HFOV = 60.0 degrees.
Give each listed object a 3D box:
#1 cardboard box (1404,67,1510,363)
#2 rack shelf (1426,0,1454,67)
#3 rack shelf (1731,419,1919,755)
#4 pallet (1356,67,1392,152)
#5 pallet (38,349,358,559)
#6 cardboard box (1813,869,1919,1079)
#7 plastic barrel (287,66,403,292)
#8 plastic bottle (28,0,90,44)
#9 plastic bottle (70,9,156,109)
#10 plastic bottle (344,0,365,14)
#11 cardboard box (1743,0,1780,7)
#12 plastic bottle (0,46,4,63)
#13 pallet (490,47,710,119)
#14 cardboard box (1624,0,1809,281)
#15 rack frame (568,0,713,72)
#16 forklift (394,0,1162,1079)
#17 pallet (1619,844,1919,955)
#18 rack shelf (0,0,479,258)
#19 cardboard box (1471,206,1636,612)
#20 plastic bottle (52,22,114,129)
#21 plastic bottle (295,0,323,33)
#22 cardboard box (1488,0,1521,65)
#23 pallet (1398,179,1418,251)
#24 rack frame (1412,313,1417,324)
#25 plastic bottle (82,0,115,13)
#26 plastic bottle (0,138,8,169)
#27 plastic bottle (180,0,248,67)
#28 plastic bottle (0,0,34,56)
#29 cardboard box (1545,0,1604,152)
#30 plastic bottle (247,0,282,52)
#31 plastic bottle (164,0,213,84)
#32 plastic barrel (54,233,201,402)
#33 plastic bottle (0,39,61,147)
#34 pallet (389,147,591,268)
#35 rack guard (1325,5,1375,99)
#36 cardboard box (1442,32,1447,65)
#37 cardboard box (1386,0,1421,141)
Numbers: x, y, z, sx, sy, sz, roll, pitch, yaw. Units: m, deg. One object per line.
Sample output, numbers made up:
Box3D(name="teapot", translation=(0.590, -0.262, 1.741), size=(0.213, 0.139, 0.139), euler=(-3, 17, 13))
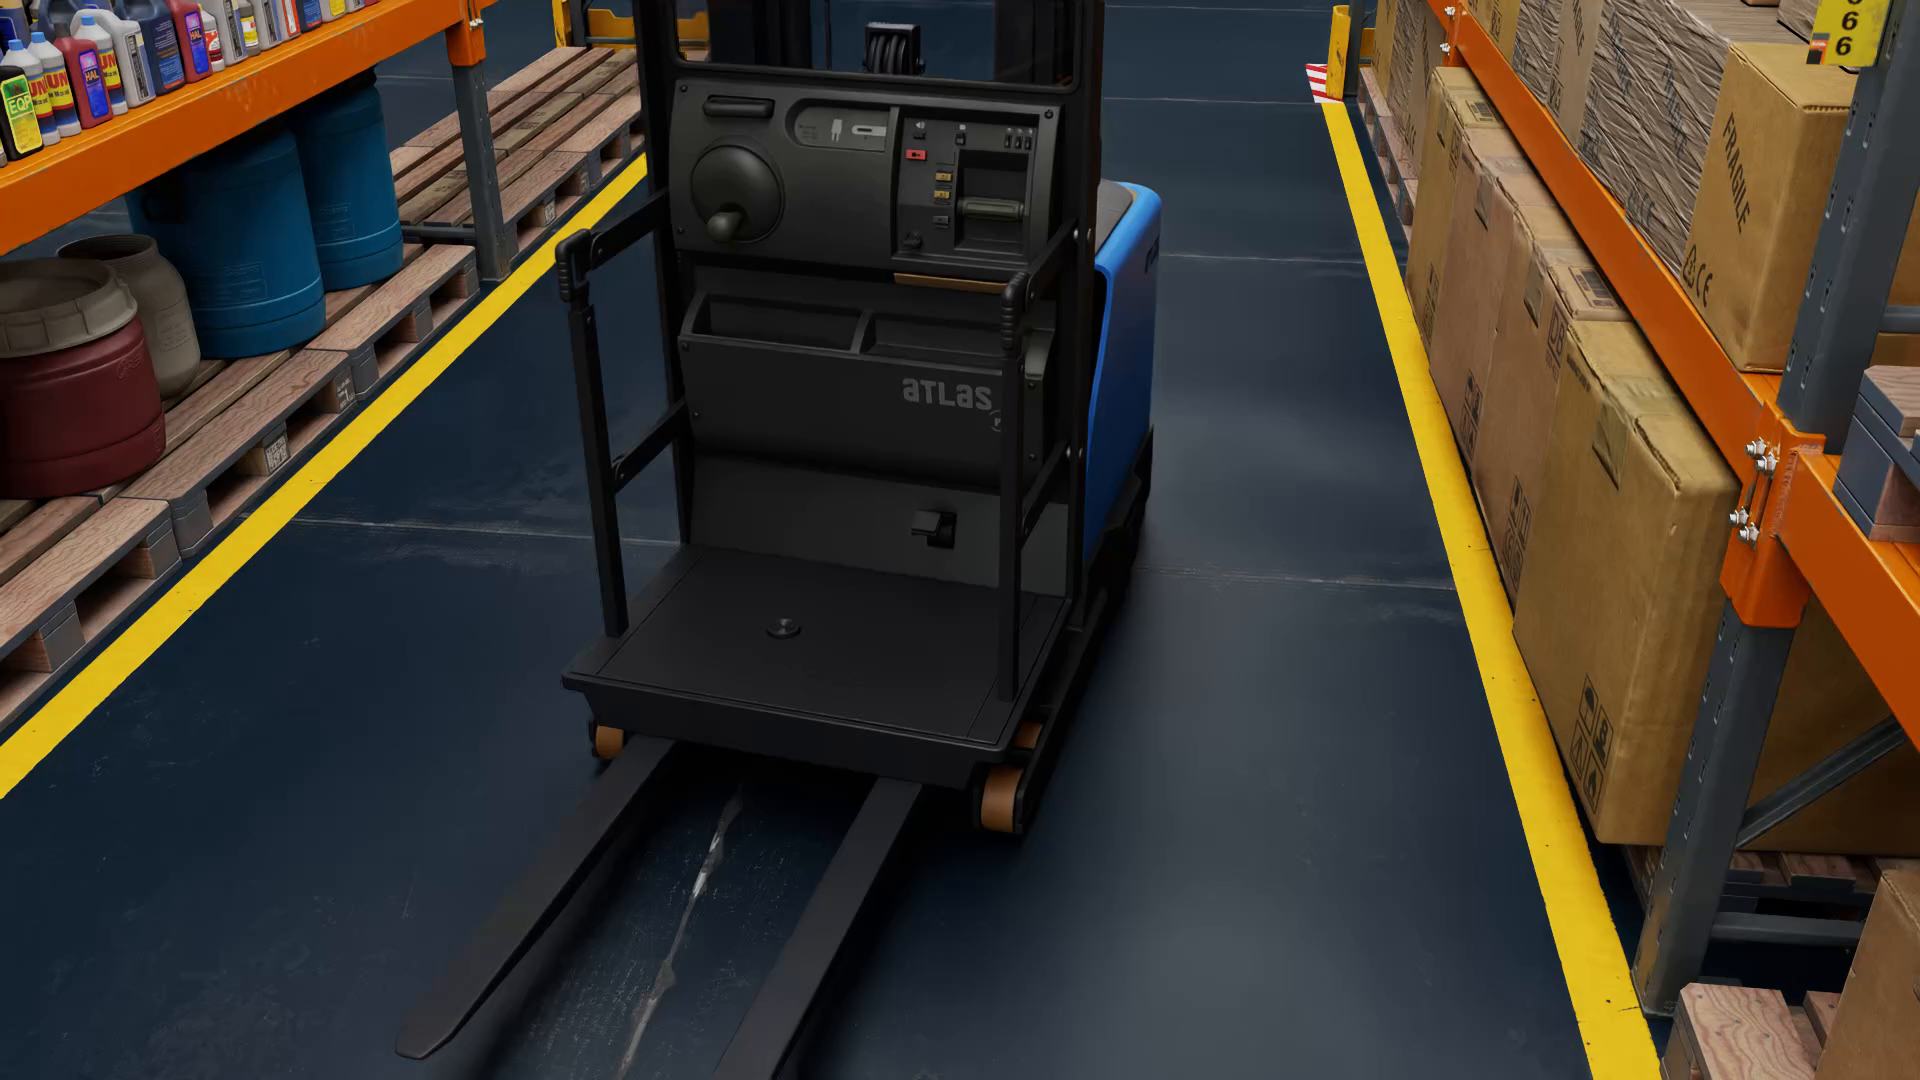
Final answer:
Box3D(name="cardboard box", translation=(2.342, -1.167, 6.050), size=(1.225, 0.875, 0.875), euler=(3, 29, 6))
Box3D(name="rack shelf", translation=(2.646, -2.844, 8.125), size=(1.077, 0.370, 4.000), euler=(3, 28, 6))
Box3D(name="rack shelf", translation=(1.665, 0.922, 1.135), size=(1.077, 0.370, 4.000), euler=(3, 28, 6))
Box3D(name="pallet", translation=(2.870, -2.494, 9.656), size=(1.003, 0.211, 1.213), euler=(3, 28, 6))
Box3D(name="pallet", translation=(-2.798, -0.343, 5.664), size=(1.003, 0.211, 1.213), euler=(3, 28, 6))
Box3D(name="cardboard box", translation=(1.848, 0.887, 2.613), size=(0.700, 0.500, 0.500), euler=(2, 28, 4))
Box3D(name="plastic barrel", translation=(-2.599, -1.513, 6.666), size=(0.600, 0.901, 0.708), euler=(3, 28, 6))
Box3D(name="plastic bottle", translation=(-2.605, -1.461, 4.851), size=(0.144, 0.351, 0.185), euler=(3, 28, 6))
Box3D(name="plastic bottle", translation=(-2.461, -1.408, 4.831), size=(0.152, 0.276, 0.135), euler=(3, 28, 6))
Box3D(name="plastic bottle", translation=(-2.287, -2.076, 6.072), size=(0.152, 0.276, 0.135), euler=(3, 28, 6))
Box3D(name="cardboard box", translation=(2.099, -1.472, 3.657), size=(0.797, 0.503, 0.637), euler=(4, 29, 7))
Box3D(name="plastic bottle", translation=(-3.014, -1.557, 5.113), size=(0.097, 0.271, 0.097), euler=(0, 28, 0))
Box3D(name="pallet", translation=(-2.164, -2.777, 10.181), size=(1.003, 0.211, 1.213), euler=(3, 28, 6))
Box3D(name="cardboard box", translation=(1.792, -0.862, 3.581), size=(0.500, 0.500, 0.500), euler=(3, 28, 6))
Box3D(name="rack frame", translation=(-2.025, -4.390, 10.236), size=(1.000, 3.000, 0.127), euler=(3, 28, 6))
Box3D(name="forklift", translation=(-0.290, -0.802, 3.648), size=(1.130, 2.935, 3.031), euler=(8, 29, 14))
Box3D(name="pallet", translation=(2.082, 0.524, 4.054), size=(1.003, 0.211, 1.213), euler=(3, 28, 6))
Box3D(name="rack shelf", translation=(-2.760, -1.249, 5.165), size=(1.077, 0.370, 4.000), euler=(3, 28, 6))
Box3D(name="cardboard box", translation=(2.133, -0.329, 4.495), size=(1.225, 0.875, 0.875), euler=(3, 29, 6))
Box3D(name="plastic bottle", translation=(-2.444, -1.299, 4.622), size=(0.061, 0.283, 0.133), euler=(3, 28, 6))
Box3D(name="plastic bottle", translation=(-2.326, -1.947, 5.753), size=(0.144, 0.351, 0.185), euler=(3, 28, 6))
Box3D(name="cardboard box", translation=(2.035, -1.825, 5.369), size=(0.500, 0.500, 0.500), euler=(3, 28, 6))
Box3D(name="pallet", translation=(2.571, -1.345, 7.524), size=(1.003, 0.211, 1.213), euler=(3, 28, 6))
Box3D(name="rack frame", translation=(2.401, -2.219, 6.207), size=(1.000, 3.000, 0.127), euler=(3, 28, 6))
Box3D(name="plastic bottle", translation=(-2.912, -1.812, 5.582), size=(0.152, 0.276, 0.135), euler=(3, 28, 6))
Box3D(name="plastic bottle", translation=(-2.517, -1.055, 4.256), size=(0.097, 0.201, 0.097), euler=(0, 28, 0))
Box3D(name="plastic bottle", translation=(-2.394, -1.667, 5.312), size=(0.152, 0.276, 0.135), euler=(3, 28, 6))
Box3D(name="plastic bottle", translation=(-3.092, -1.712, 5.396), size=(0.152, 0.276, 0.135), euler=(3, 28, 6))
Box3D(name="cardboard box", translation=(1.916, -1.346, 4.480), size=(0.500, 0.500, 0.500), euler=(4, 29, 7))
Box3D(name="plastic bottle", translation=(-2.366, -1.776, 5.514), size=(0.152, 0.276, 0.135), euler=(3, 28, 6))
Box3D(name="plastic bottle", translation=(-2.377, -1.558, 5.103), size=(0.061, 0.283, 0.133), euler=(3, 28, 6))
Box3D(name="plastic barrel", translation=(-2.843, -0.748, 5.656), size=(0.421, 0.512, 0.421), euler=(0, 28, 0))
Box3D(name="plastic bottle", translation=(-2.489, -1.195, 4.441), size=(0.097, 0.271, 0.097), euler=(0, 28, 0))
Box3D(name="pallet", translation=(-2.463, -1.628, 8.049), size=(1.003, 0.211, 1.213), euler=(3, 28, 6))
Box3D(name="rack guard", translation=(2.894, -3.013, 10.316), size=(1.175, 0.500, 0.348), euler=(3, 28, 6))
Box3D(name="cardboard box", translation=(2.561, -1.775, 7.180), size=(0.875, 0.875, 0.875), euler=(3, 28, 6))
Box3D(name="cardboard box", translation=(2.780, -2.618, 8.744), size=(0.875, 0.875, 0.875), euler=(3, 28, 6))
